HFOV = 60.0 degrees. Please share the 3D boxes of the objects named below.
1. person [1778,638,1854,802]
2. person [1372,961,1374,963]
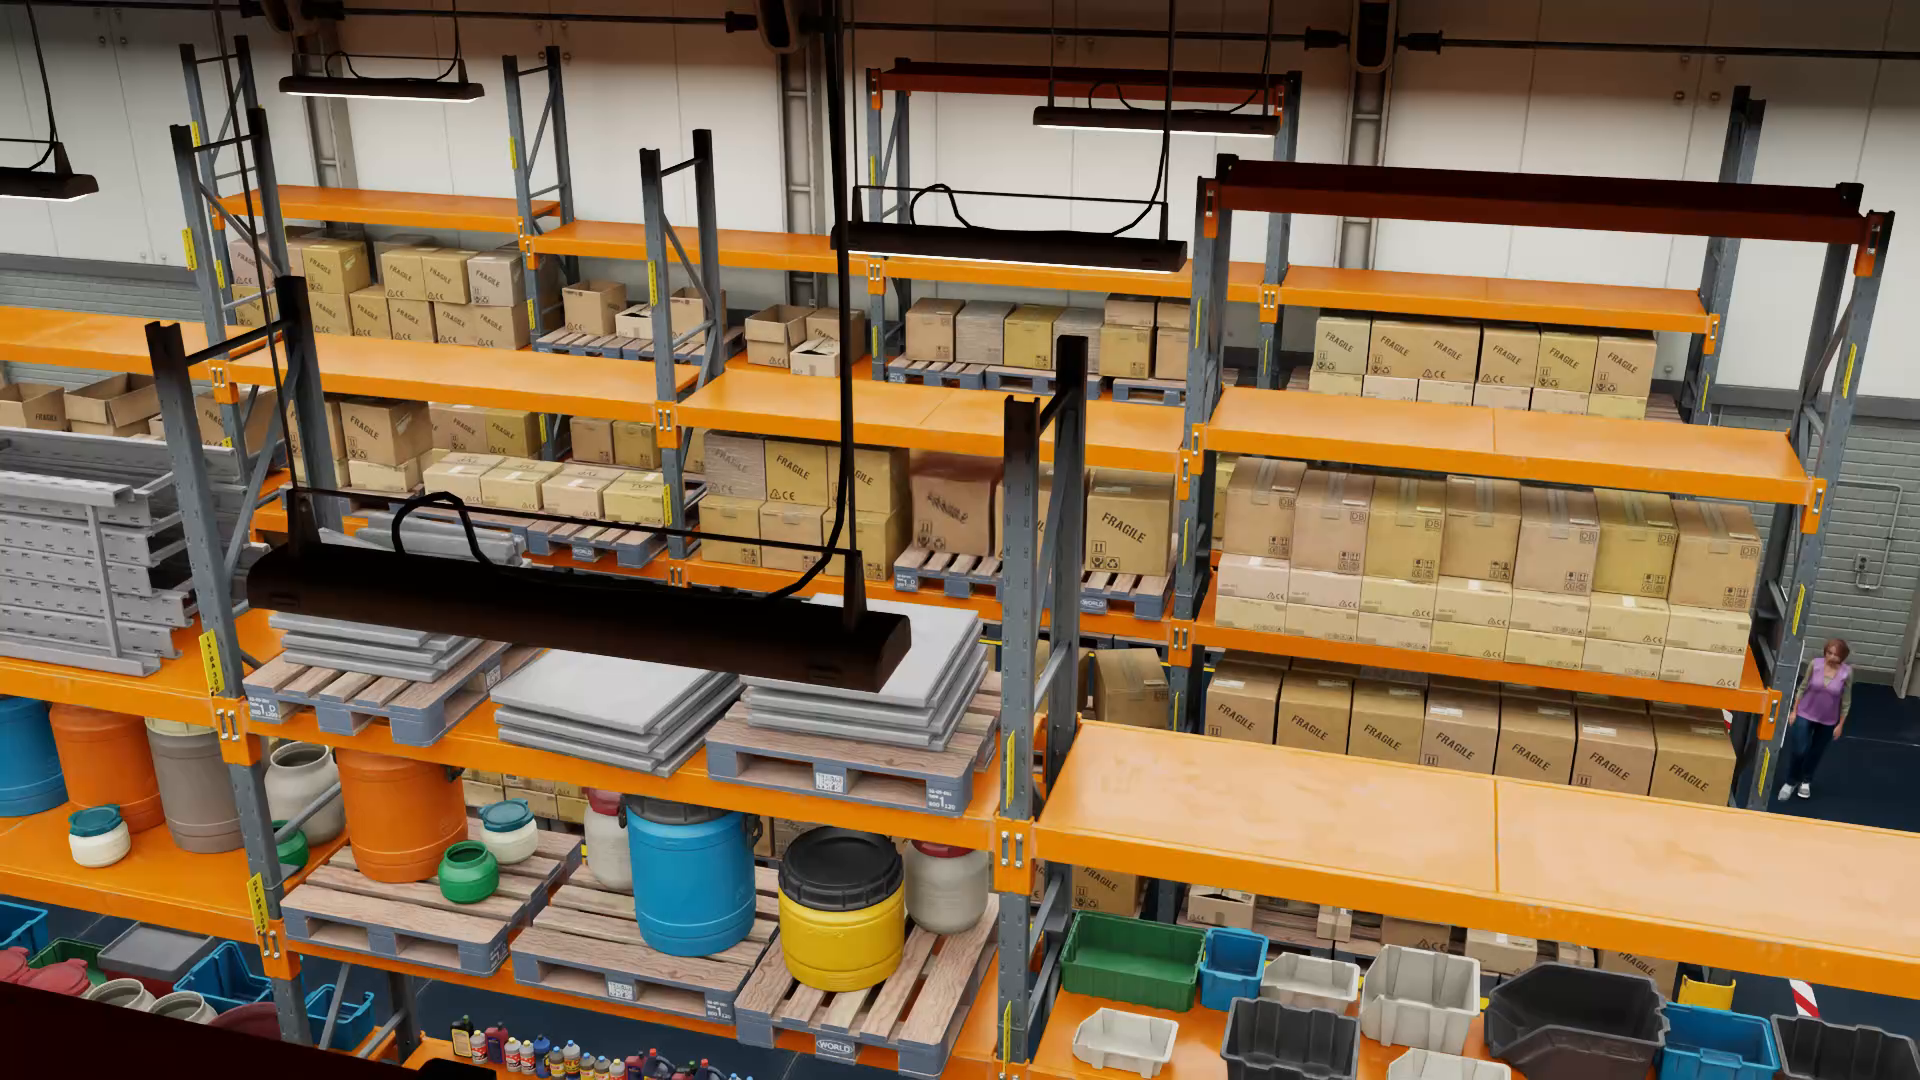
[{"bbox_3d":[7.652,1.607,14.835,0.437,1.623,0.445,6,23,13],"label":"person"},{"bbox_3d":[2.759,3.270,10.720,1.043,1.540,0.512,6,23,15],"label":"person"}]
